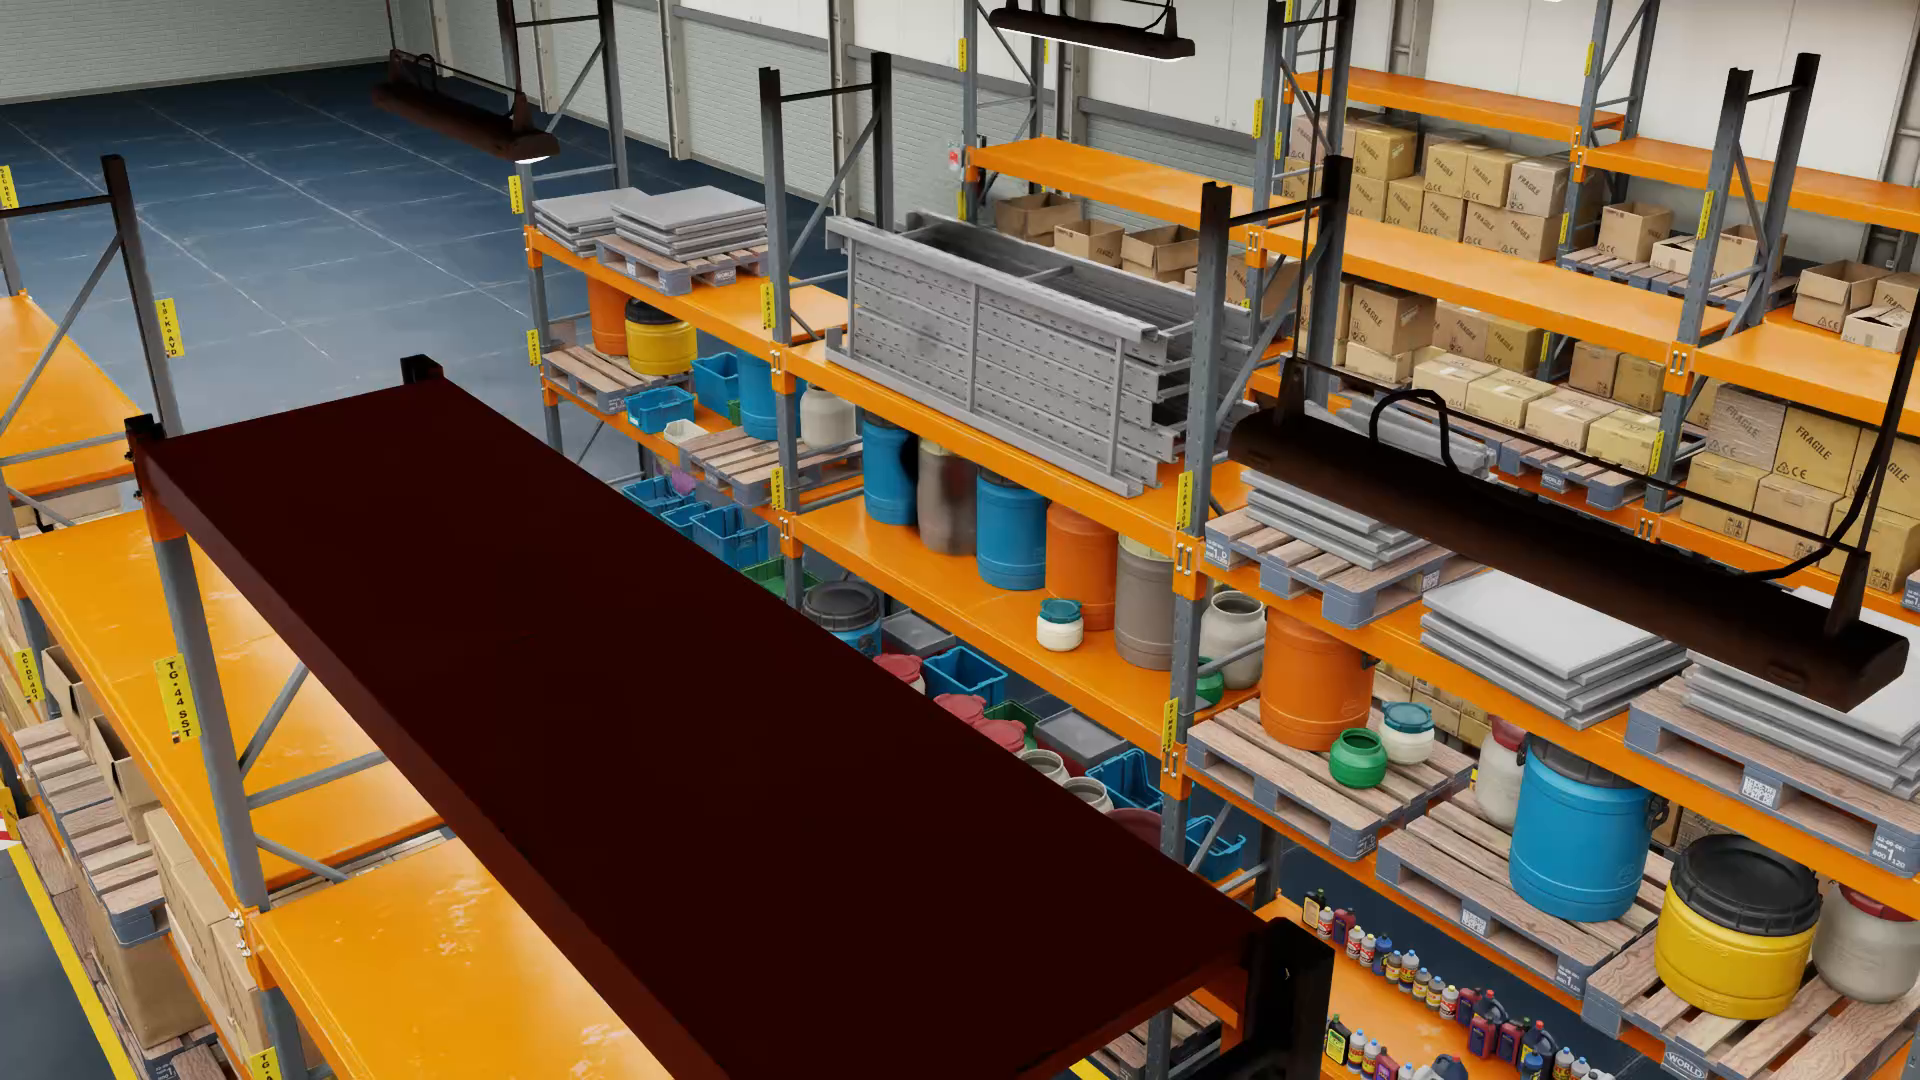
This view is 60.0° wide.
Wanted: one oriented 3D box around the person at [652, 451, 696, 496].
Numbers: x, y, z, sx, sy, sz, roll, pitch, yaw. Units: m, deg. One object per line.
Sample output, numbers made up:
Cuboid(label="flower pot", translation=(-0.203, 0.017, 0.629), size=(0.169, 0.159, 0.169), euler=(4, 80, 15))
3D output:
Cuboid(label="person", translation=(-2.887, -0.486, 17.565), size=(0.838, 1.547, 0.542), euler=(6, 26, 11))
